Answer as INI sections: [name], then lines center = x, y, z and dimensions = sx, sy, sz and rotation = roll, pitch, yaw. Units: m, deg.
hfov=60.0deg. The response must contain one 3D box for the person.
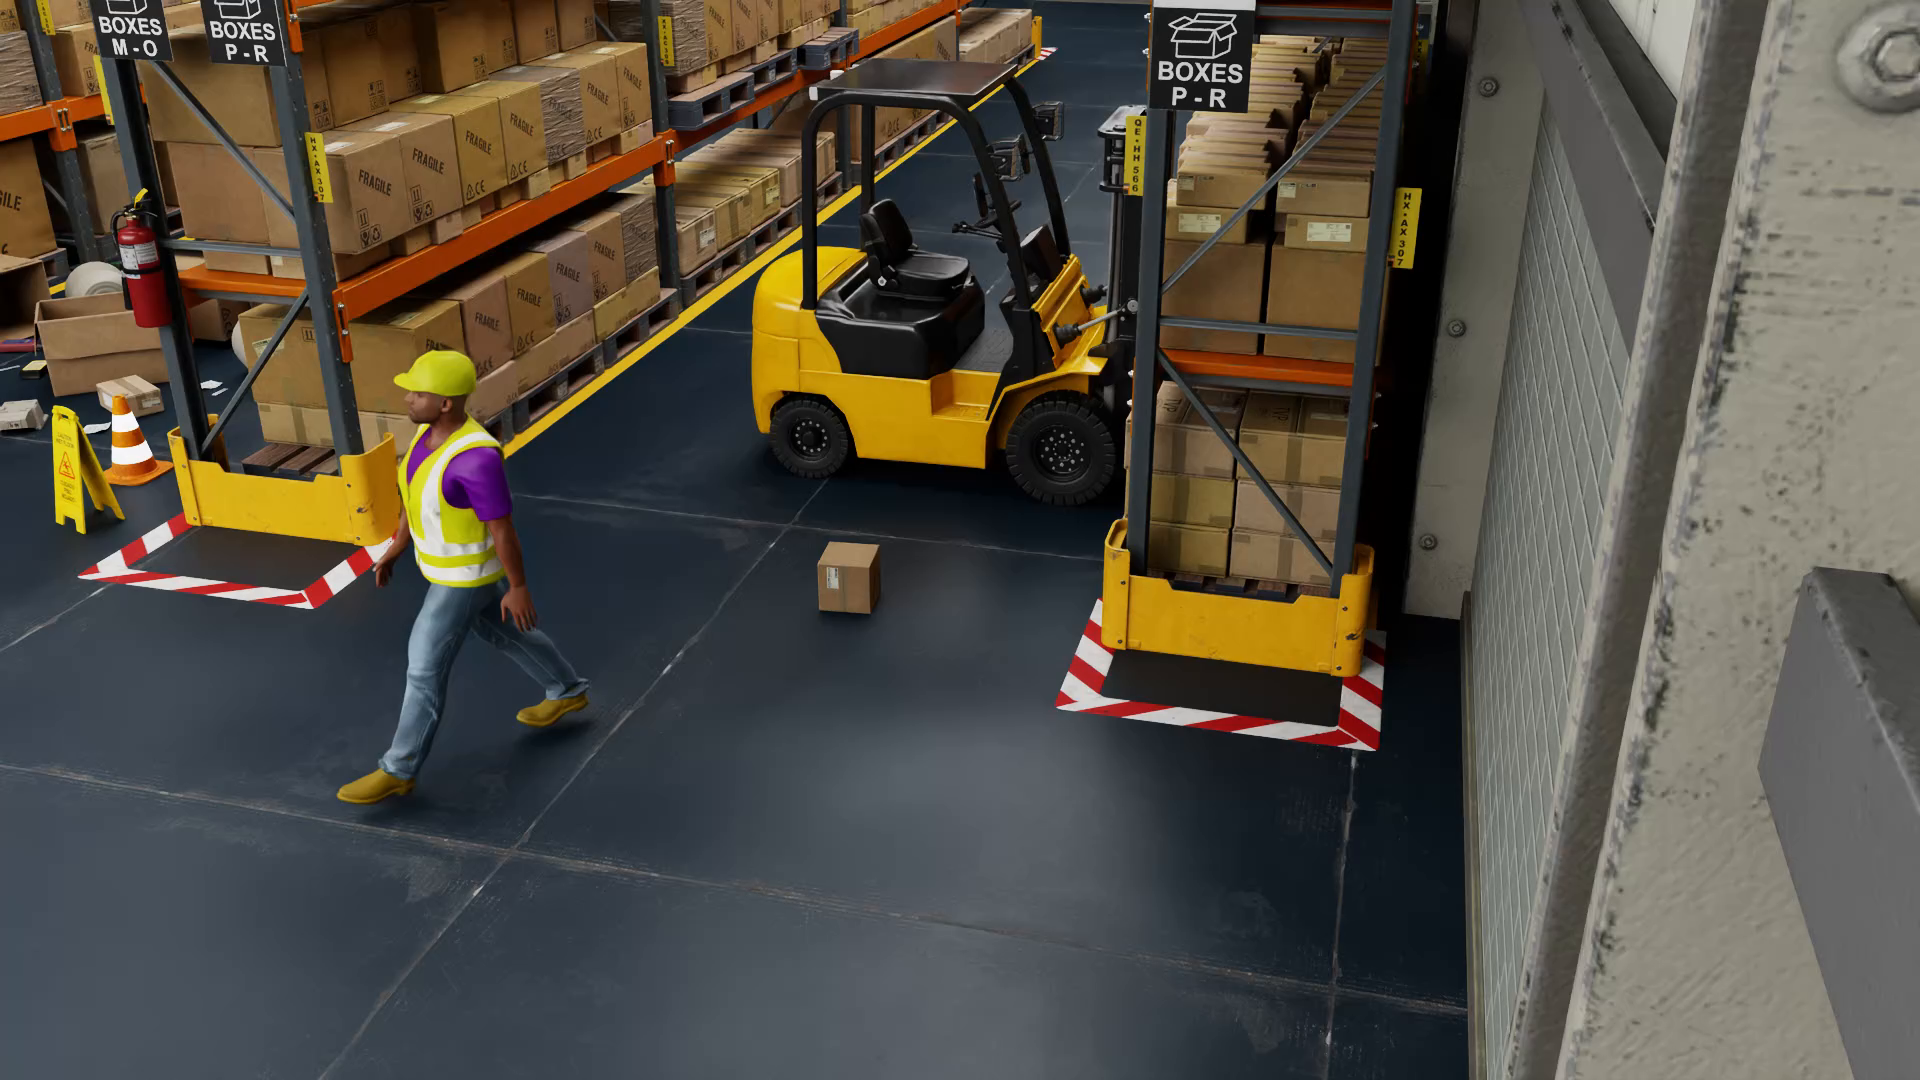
[person]
center = -1.987, 0.101, 6.361
dimensions = 1.066, 1.710, 0.437
rotation = -13, 28, -26
